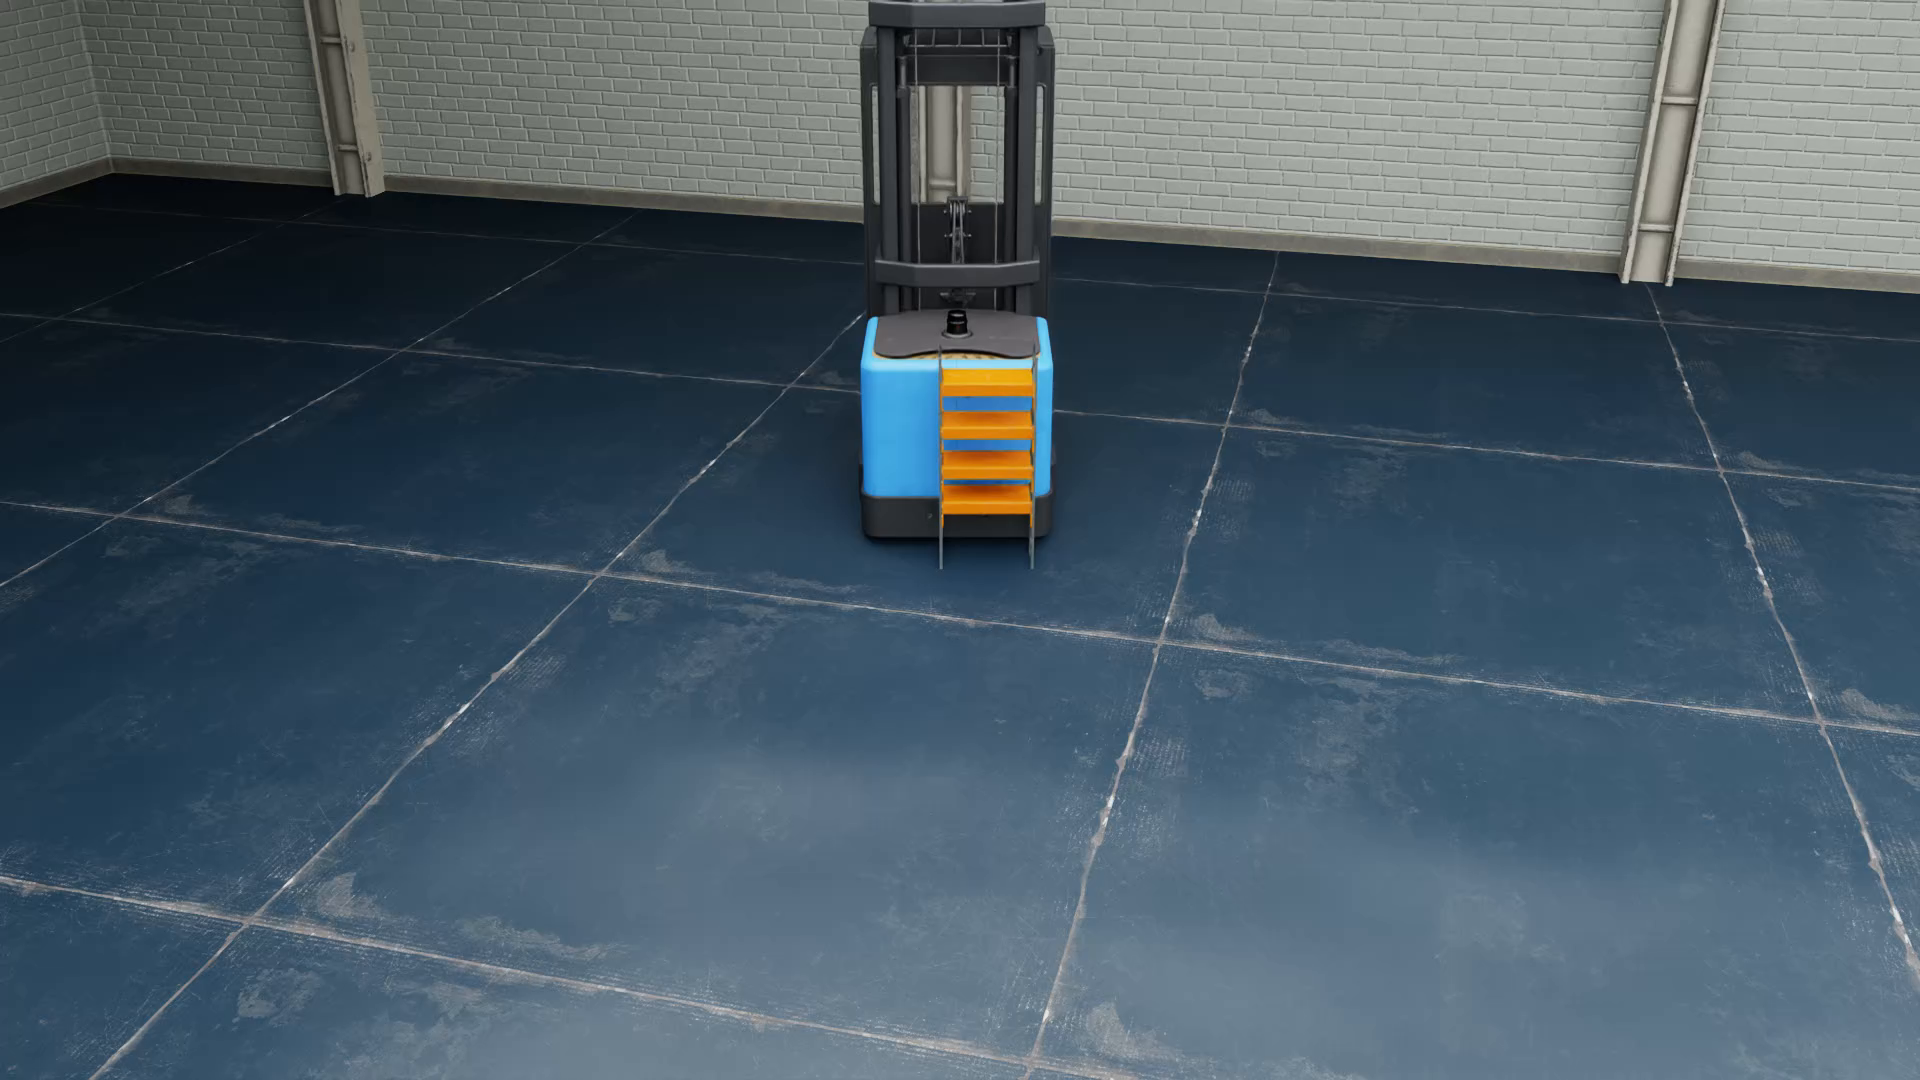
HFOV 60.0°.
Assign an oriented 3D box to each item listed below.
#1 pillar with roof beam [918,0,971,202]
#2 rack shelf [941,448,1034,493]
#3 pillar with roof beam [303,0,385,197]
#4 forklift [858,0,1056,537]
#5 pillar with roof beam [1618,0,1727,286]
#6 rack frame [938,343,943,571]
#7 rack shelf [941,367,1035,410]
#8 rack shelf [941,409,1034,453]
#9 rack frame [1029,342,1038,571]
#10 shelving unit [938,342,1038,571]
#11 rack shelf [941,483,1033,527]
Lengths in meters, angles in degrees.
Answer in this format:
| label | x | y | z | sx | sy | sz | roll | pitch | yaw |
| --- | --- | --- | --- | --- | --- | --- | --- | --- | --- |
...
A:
| label | x | y | z | sx | sy | sz | roll | pitch | yaw |
| --- | --- | --- | --- | --- | --- | --- | --- | --- | --- |
| pillar with roof beam | -1.204 | -5.076 | 9.443 | 0.400 | 9.000 | 9.100 | 6 | 26 | 13 |
| rack shelf | 0.142 | -0.368 | 8.784 | 0.480 | 0.148 | 0.258 | 0 | 25 | 0 |
| pillar with roof beam | -7.015 | -5.718 | 10.792 | 0.400 | 9.000 | 9.100 | 6 | 26 | 13 |
| forklift | -0.013 | -1.924 | 9.881 | 1.130 | 2.935 | 3.031 | 0 | 25 | 0 |
| pillar with roof beam | 4.607 | -4.434 | 8.094 | 0.400 | 9.000 | 9.100 | 6 | 26 | 13 |
| rack frame | -0.102 | -0.428 | 8.754 | 0.015 | 1.200 | 0.240 | 0 | 25 | 0 |
| rack shelf | 0.142 | -0.784 | 8.586 | 0.480 | 0.148 | 0.258 | 0 | 25 | 0 |
| rack shelf | 0.142 | -0.570 | 8.688 | 0.480 | 0.148 | 0.258 | 0 | 25 | 0 |
| rack frame | 0.386 | -0.430 | 8.757 | 0.015 | 1.200 | 0.240 | 0 | 25 | 0 |
| shelving unit | 0.142 | -0.429 | 8.755 | 0.503 | 1.200 | 0.258 | 0 | 25 | 0 |
| rack shelf | 0.142 | -0.189 | 8.870 | 0.480 | 0.148 | 0.258 | 0 | 25 | 0 |
